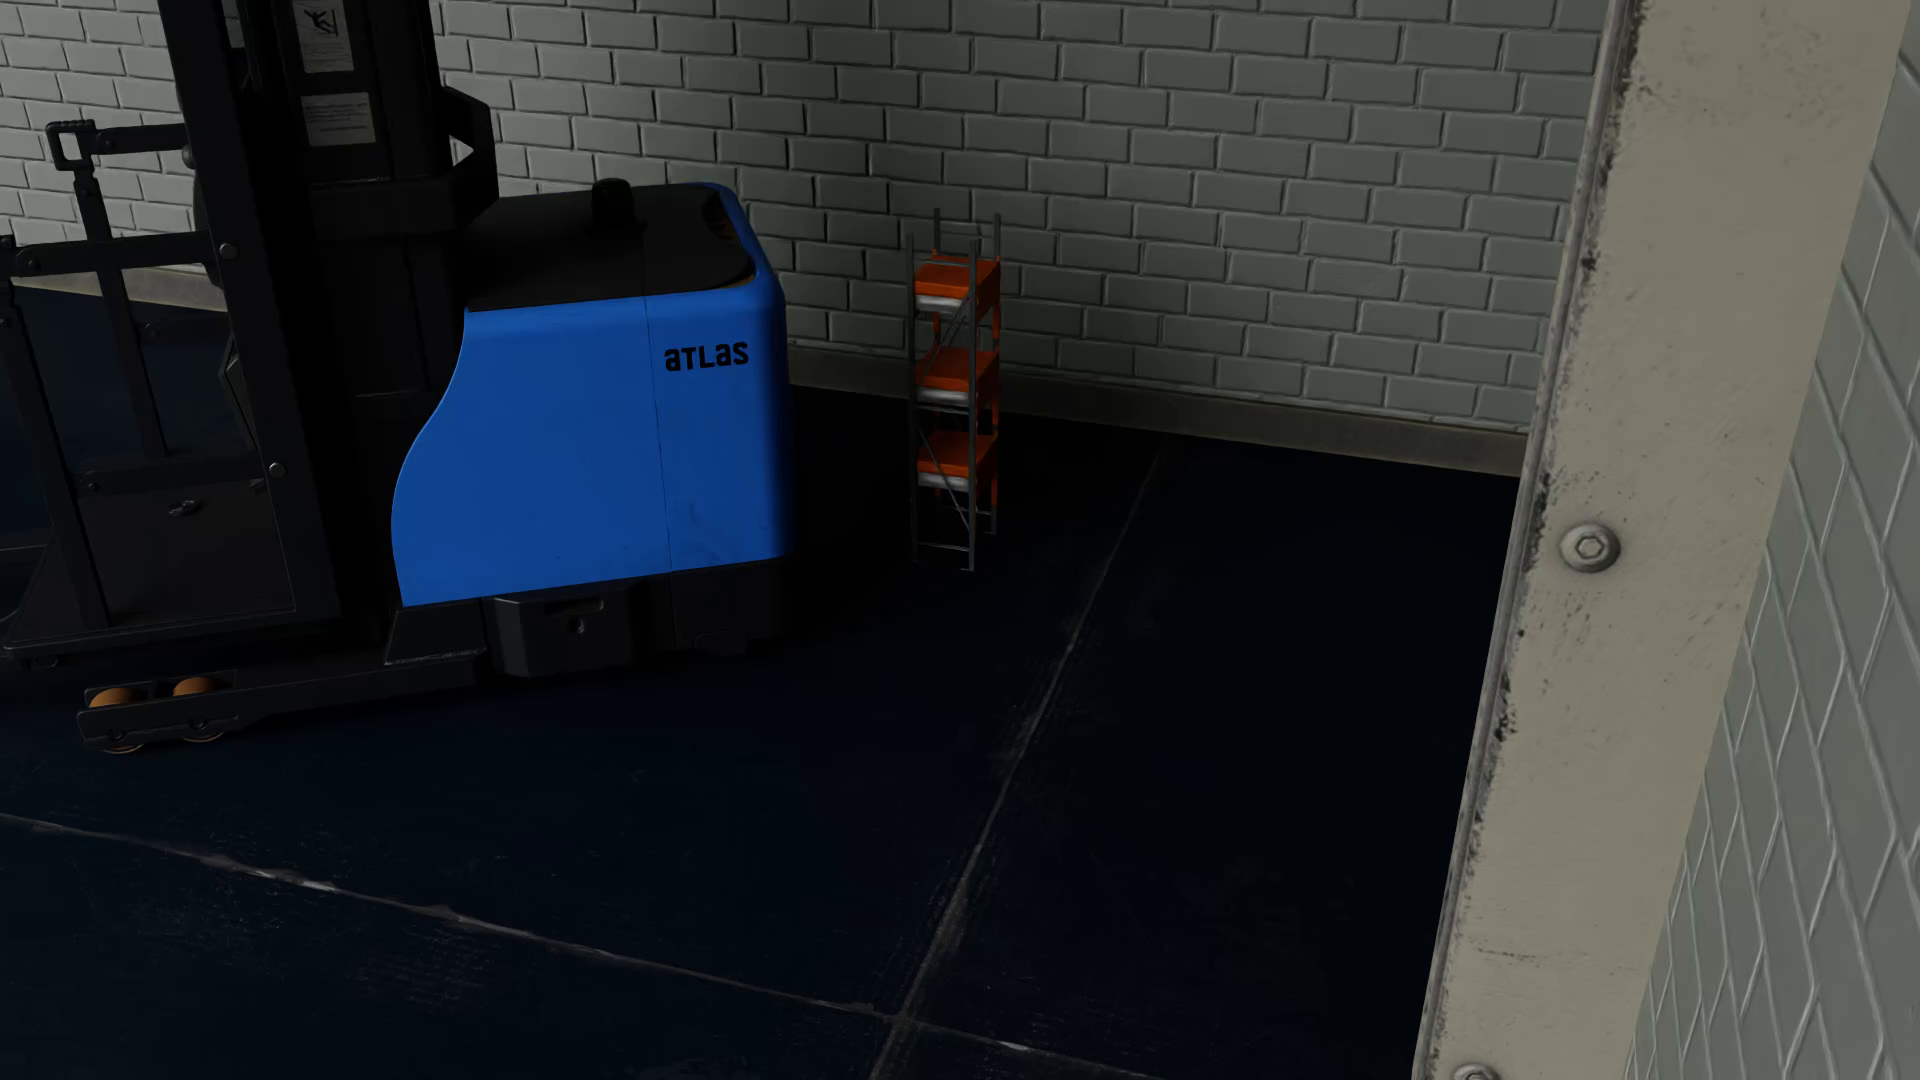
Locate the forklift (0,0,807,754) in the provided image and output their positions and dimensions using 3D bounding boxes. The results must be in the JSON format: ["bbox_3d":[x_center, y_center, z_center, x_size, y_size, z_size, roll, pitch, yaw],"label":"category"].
[{"bbox_3d":[-2.009,-1.018,4.064,3.031,2.935,1.130,-7,30,-13],"label":"forklift"}]

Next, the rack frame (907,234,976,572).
[{"bbox_3d":[-0.052,-0.377,4.848,0.200,1.050,0.008,8,30,15],"label":"rack frame"}]

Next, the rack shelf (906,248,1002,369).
[{"bbox_3d":[-0.016,-0.673,4.817,0.215,0.259,0.240,8,30,15],"label":"rack shelf"}]

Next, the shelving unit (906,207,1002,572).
[{"bbox_3d":[-0.016,-0.434,4.950,0.215,1.050,0.252,8,30,15],"label":"shelving unit"}]

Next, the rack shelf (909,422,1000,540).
[{"bbox_3d":[-0.016,-0.182,5.090,0.215,0.259,0.240,8,30,15],"label":"rack shelf"}]

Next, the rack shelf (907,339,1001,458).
[{"bbox_3d":[-0.016,-0.425,4.955,0.215,0.259,0.240,8,30,15],"label":"rack shelf"}]

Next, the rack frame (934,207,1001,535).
[{"bbox_3d":[0.020,-0.491,5.052,0.200,1.050,0.008,8,30,15],"label":"rack frame"}]
